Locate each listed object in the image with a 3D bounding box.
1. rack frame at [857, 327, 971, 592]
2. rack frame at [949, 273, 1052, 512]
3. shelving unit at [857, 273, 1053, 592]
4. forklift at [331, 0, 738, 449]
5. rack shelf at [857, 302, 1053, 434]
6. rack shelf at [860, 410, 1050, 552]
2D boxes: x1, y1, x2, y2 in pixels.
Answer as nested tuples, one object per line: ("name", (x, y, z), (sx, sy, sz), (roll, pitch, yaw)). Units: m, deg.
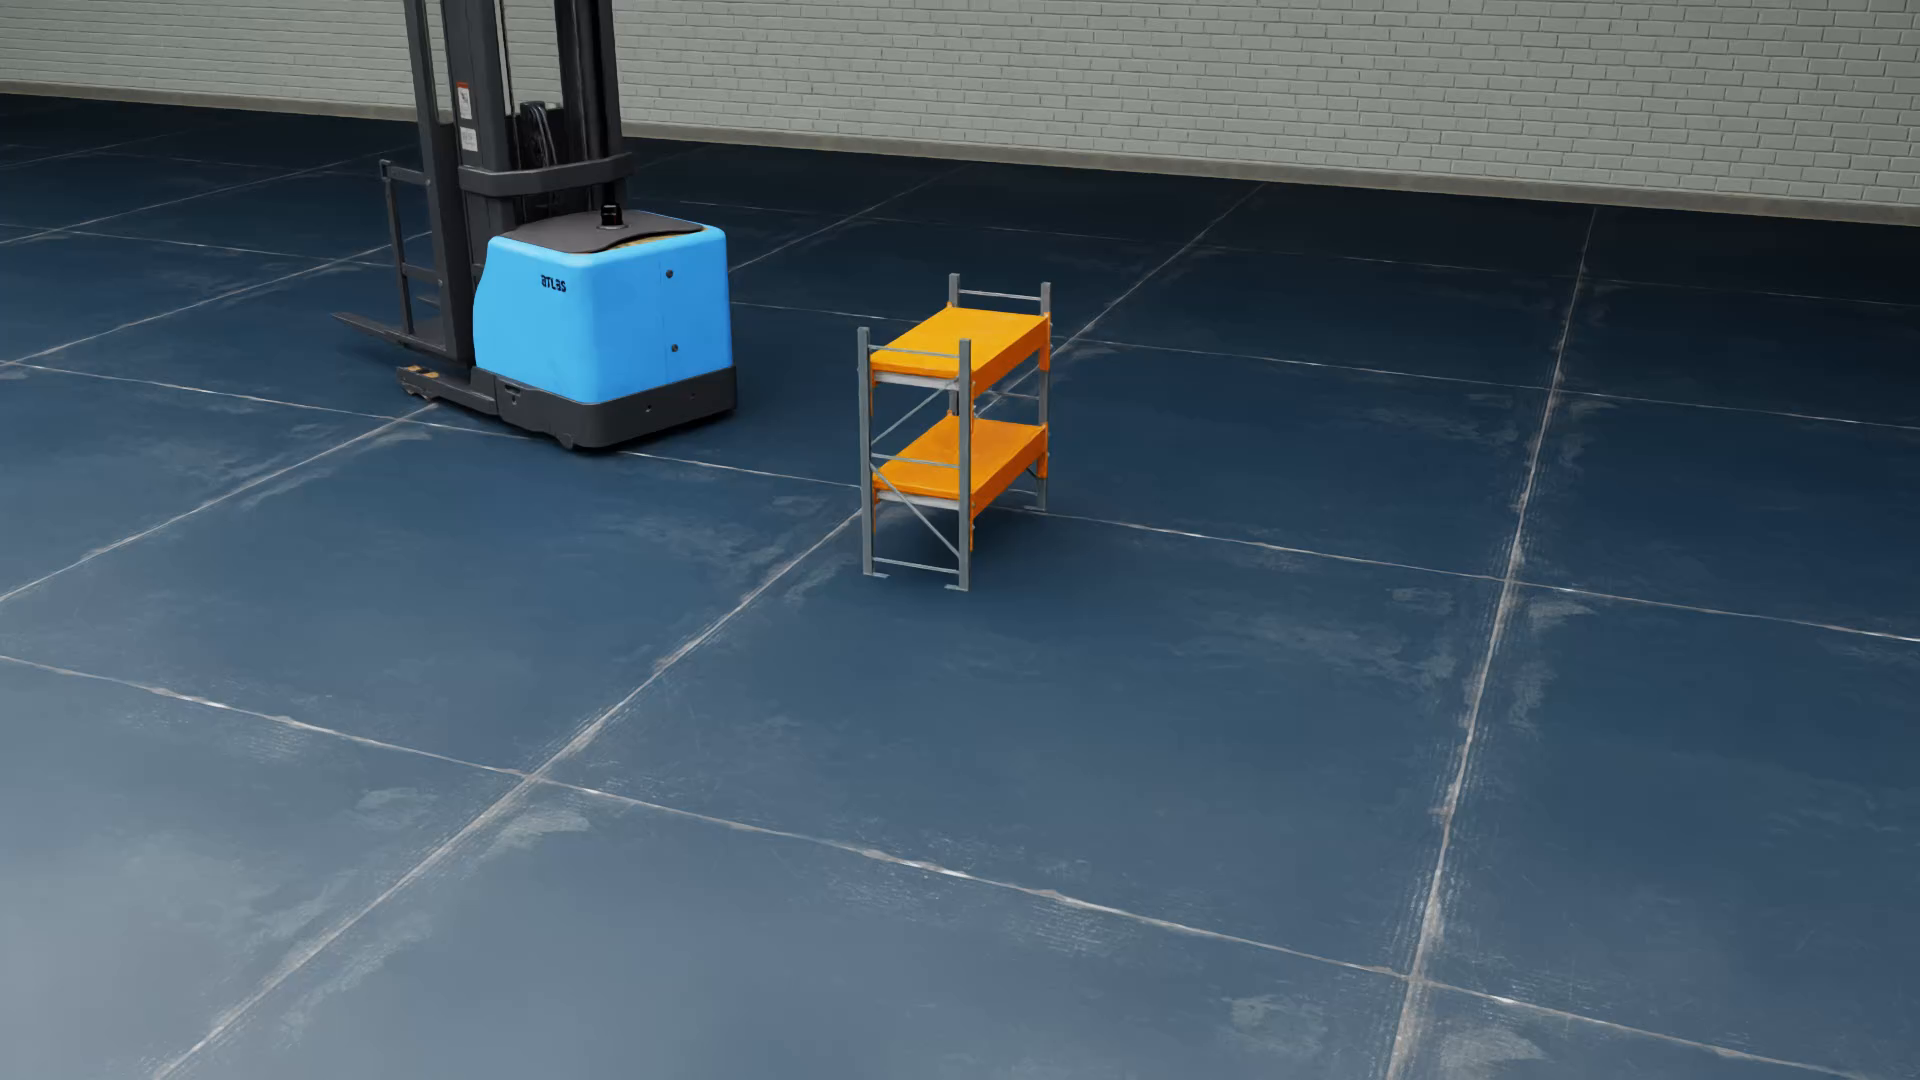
("rack frame", (-0.191, -0.335, 7.092), (0.500, 1.125, 0.032), (9, 24, 20))
("rack frame", (0.186, -0.699, 7.963), (0.500, 1.125, 0.032), (9, 24, 20))
("shelving unit", (-0.003, -0.517, 7.527), (0.538, 1.125, 1.048), (9, 24, 20))
("forklift", (-2.682, -2.296, 9.443), (3.031, 2.935, 1.130), (19, 29, 38))
("rack shelf", (-0.003, -0.787, 7.415), (0.538, 0.278, 1.000), (9, 24, 20))
("rack shelf", (-0.003, -0.291, 7.622), (0.538, 0.278, 1.000), (9, 24, 20))
